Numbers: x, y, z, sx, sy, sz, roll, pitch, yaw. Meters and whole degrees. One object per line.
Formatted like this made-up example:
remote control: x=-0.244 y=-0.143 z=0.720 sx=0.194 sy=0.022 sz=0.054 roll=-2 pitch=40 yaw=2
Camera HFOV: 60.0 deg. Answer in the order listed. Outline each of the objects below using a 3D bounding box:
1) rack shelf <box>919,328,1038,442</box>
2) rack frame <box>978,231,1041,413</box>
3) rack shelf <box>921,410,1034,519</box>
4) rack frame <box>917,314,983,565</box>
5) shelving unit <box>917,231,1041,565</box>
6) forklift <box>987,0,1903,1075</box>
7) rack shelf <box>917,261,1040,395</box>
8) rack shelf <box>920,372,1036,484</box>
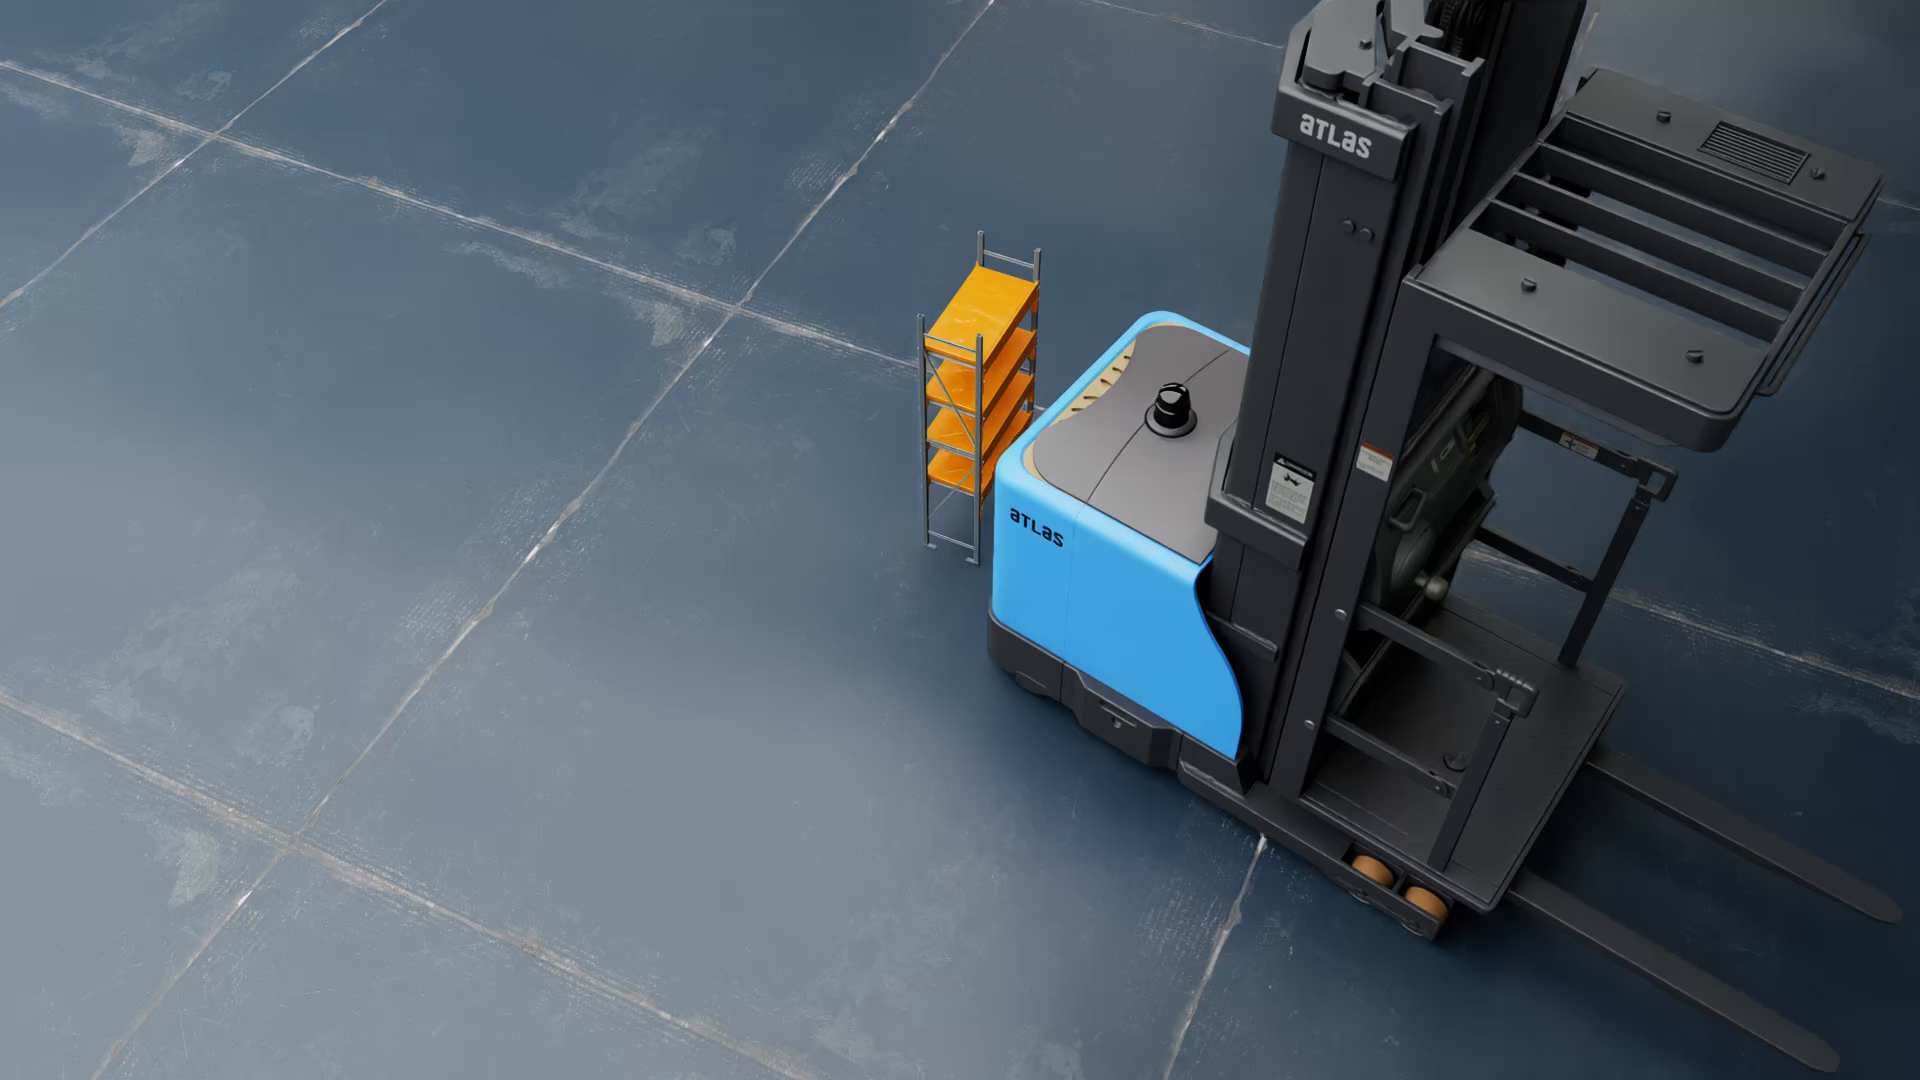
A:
rack shelf: x=0.071 y=-0.604 z=6.086 sx=0.258 sy=0.148 sz=0.480 roll=20 pitch=52 yaw=16
rack frame: x=0.175 y=-0.671 z=6.348 sx=0.240 sy=1.200 sz=0.015 roll=20 pitch=52 yaw=16
rack shelf: x=0.071 y=-0.331 z=6.408 sx=0.258 sy=0.148 sz=0.480 roll=20 pitch=52 yaw=16
rack frame: x=-0.034 y=-0.335 z=6.062 sx=0.240 sy=1.200 sz=0.015 roll=20 pitch=52 yaw=16
shelving unit: x=0.071 y=-0.503 z=6.205 sx=0.258 sy=1.200 sz=0.503 roll=20 pitch=52 yaw=16
forklift: x=1.582 y=-0.118 z=4.741 sx=3.031 sy=2.935 sz=1.130 roll=30 pitch=56 yaw=23
rack shelf: x=0.071 y=-0.757 z=5.906 sx=0.258 sy=0.148 sz=0.480 roll=20 pitch=52 yaw=16
rack shelf: x=0.071 y=-0.459 z=6.256 sx=0.258 sy=0.148 sz=0.480 roll=20 pitch=52 yaw=16
